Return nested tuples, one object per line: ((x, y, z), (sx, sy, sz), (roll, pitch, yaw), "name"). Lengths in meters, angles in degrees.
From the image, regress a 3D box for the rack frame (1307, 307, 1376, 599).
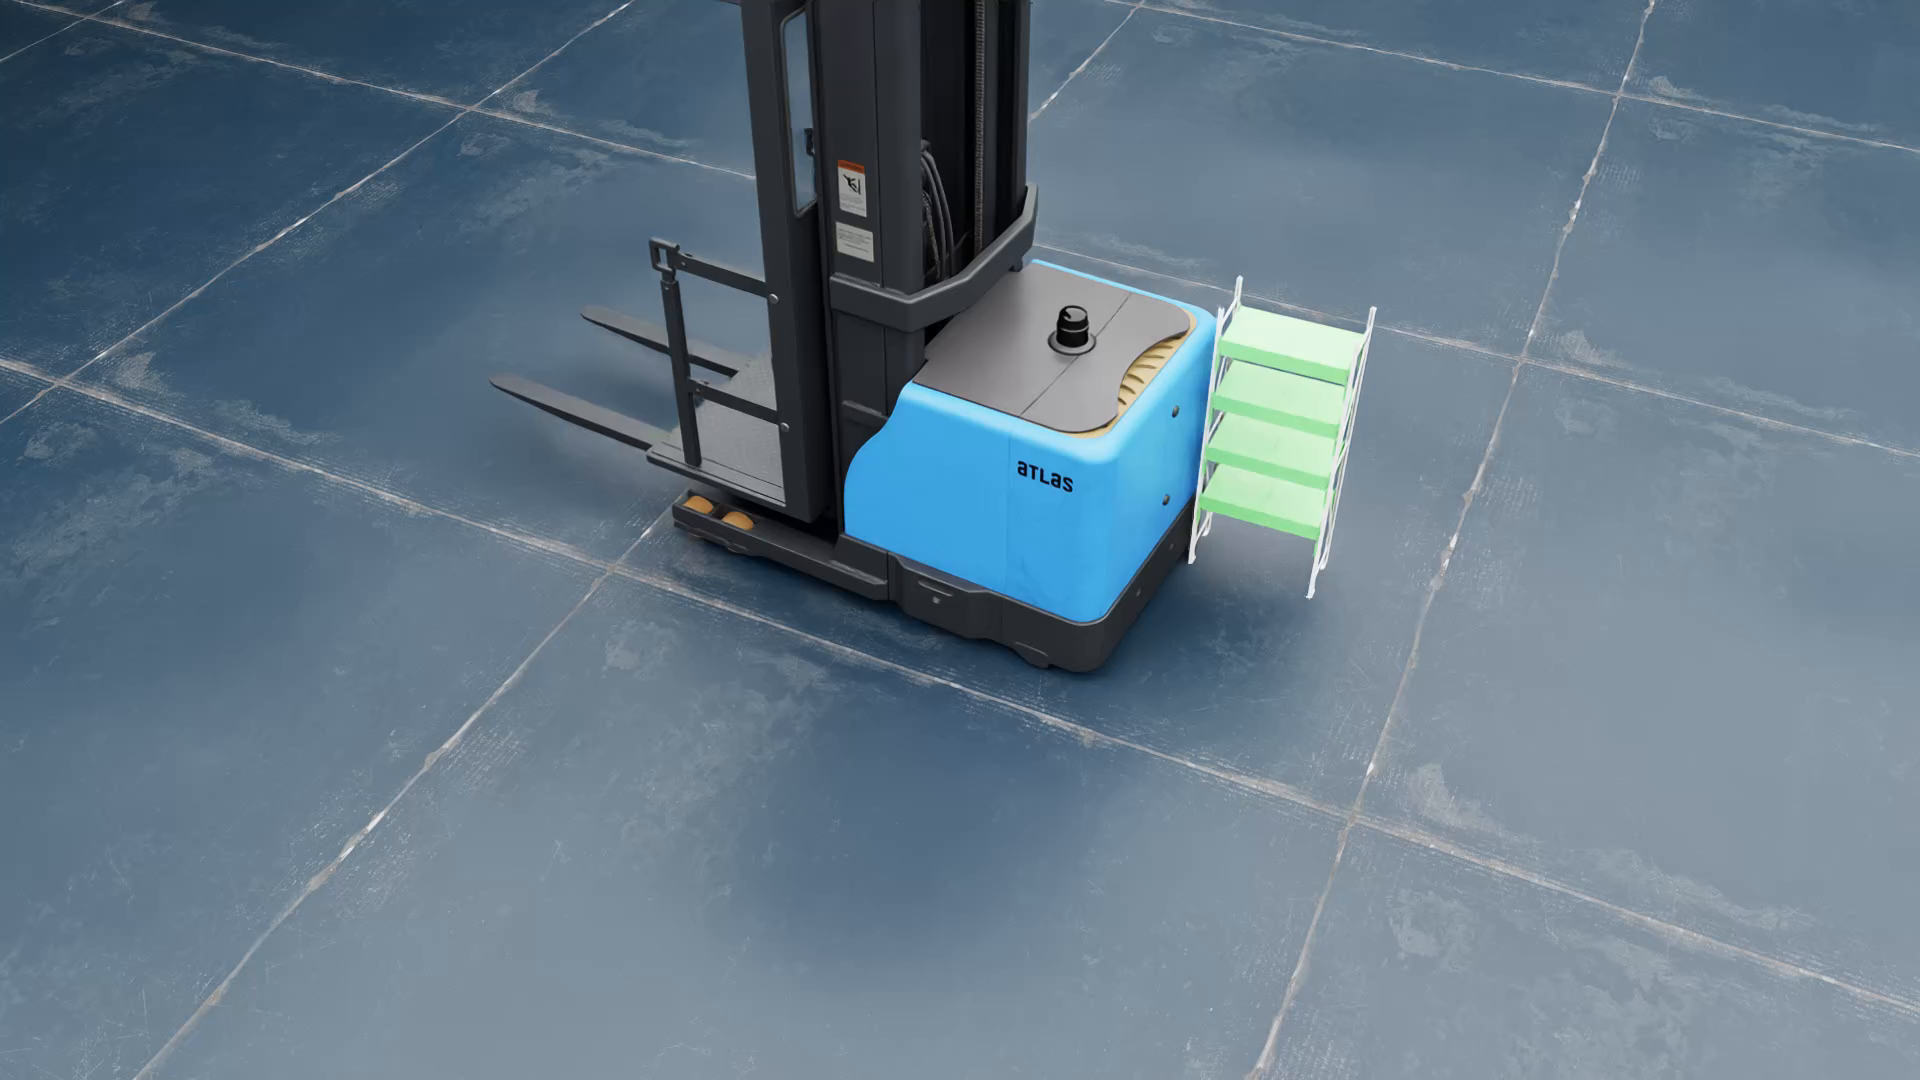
((1.410, -0.296, 6.175), (0.015, 1.200, 0.240), (17, 44, 18), "rack frame")

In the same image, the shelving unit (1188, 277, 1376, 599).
((1.188, -0.362, 6.251), (0.503, 1.200, 0.258), (17, 44, 18), "shelving unit")

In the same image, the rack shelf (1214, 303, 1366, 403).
((1.188, -0.676, 5.978), (0.480, 0.148, 0.258), (17, 44, 18), "rack shelf")

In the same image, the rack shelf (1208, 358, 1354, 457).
((1.188, -0.495, 6.136), (0.480, 0.148, 0.258), (17, 44, 18), "rack shelf")

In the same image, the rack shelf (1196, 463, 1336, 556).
((1.188, -0.132, 6.450), (0.480, 0.148, 0.258), (17, 44, 18), "rack shelf")

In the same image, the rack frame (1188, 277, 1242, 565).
((0.966, -0.427, 6.327), (0.015, 1.200, 0.240), (17, 44, 18), "rack frame")

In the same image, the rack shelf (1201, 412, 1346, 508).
((1.188, -0.313, 6.293), (0.480, 0.148, 0.258), (17, 44, 18), "rack shelf")

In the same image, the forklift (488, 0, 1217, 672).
((-0.573, -1.334, 6.052), (3.031, 2.935, 1.130), (21, 45, 22), "forklift")
